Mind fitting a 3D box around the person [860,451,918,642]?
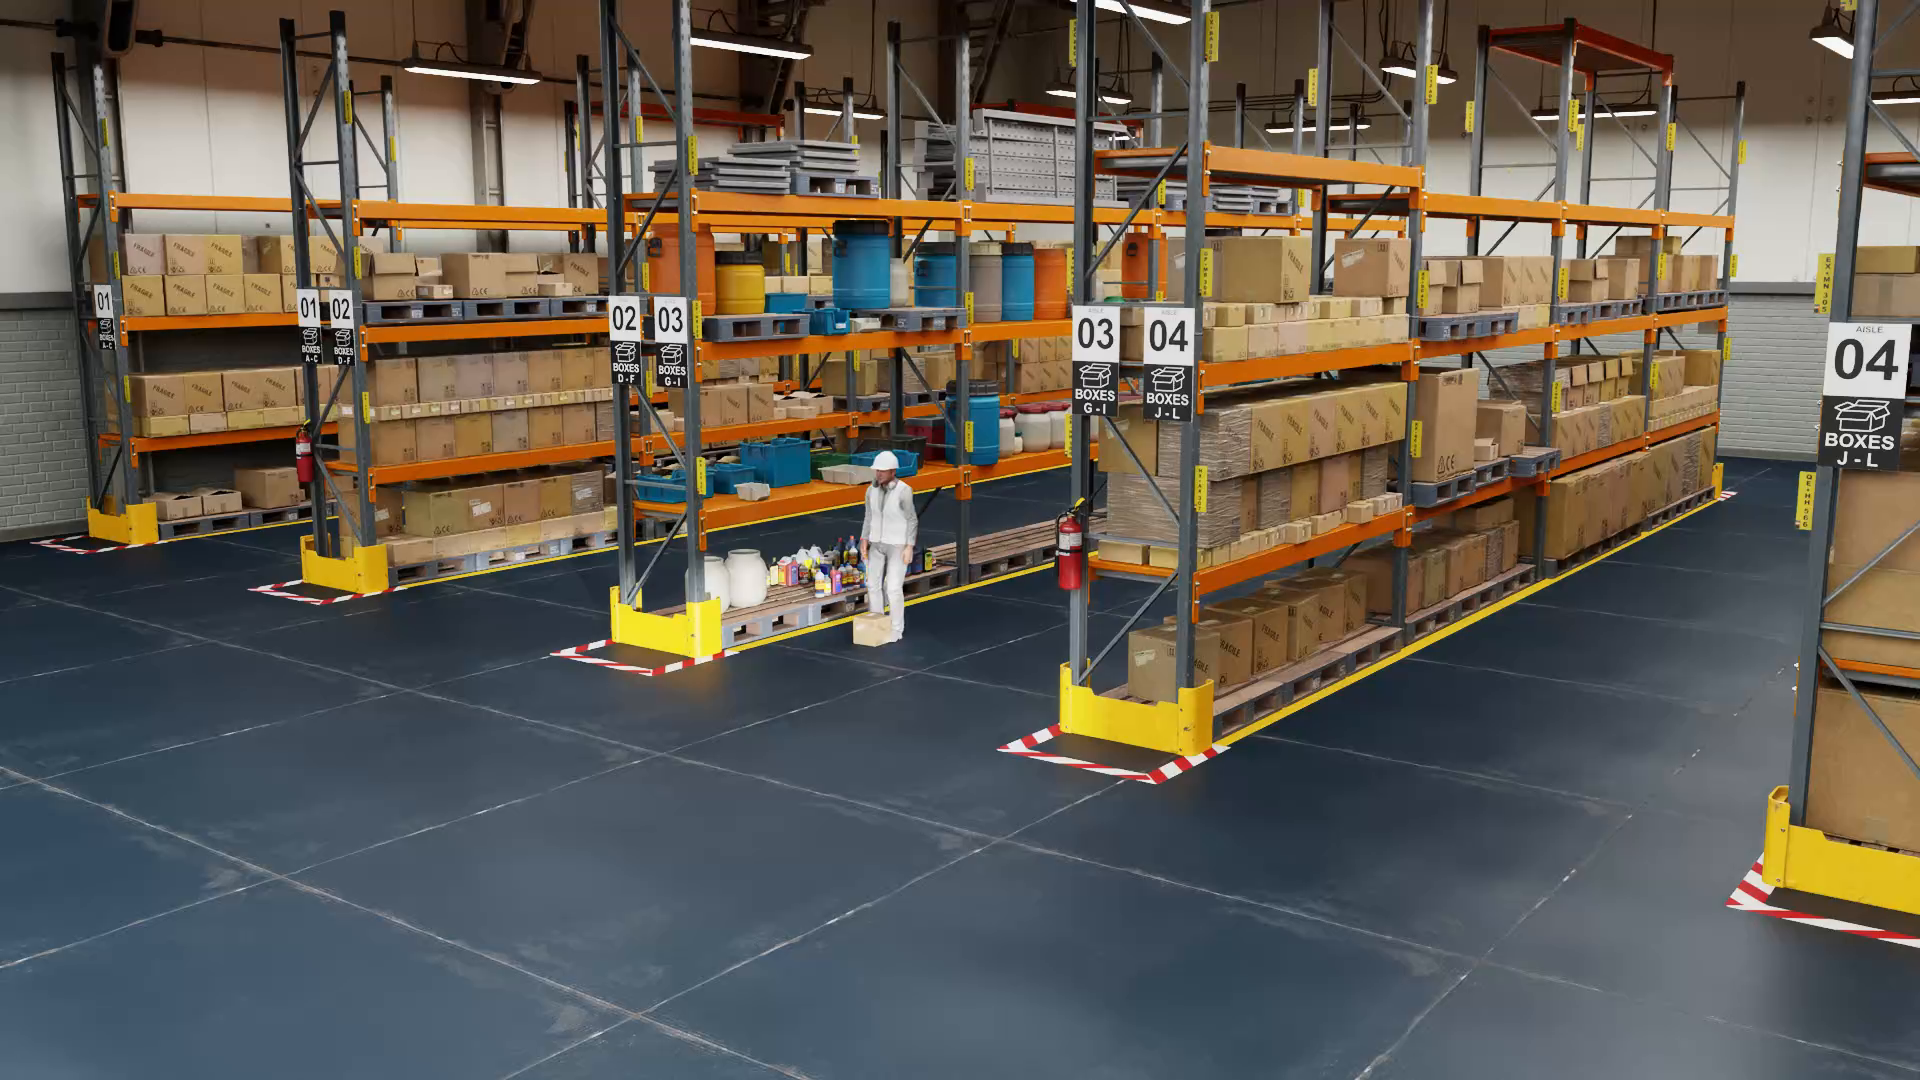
[{"bbox_3d":[-0.667,0.047,15.538,0.589,1.772,0.464,7,12,34],"label":"person"}]
